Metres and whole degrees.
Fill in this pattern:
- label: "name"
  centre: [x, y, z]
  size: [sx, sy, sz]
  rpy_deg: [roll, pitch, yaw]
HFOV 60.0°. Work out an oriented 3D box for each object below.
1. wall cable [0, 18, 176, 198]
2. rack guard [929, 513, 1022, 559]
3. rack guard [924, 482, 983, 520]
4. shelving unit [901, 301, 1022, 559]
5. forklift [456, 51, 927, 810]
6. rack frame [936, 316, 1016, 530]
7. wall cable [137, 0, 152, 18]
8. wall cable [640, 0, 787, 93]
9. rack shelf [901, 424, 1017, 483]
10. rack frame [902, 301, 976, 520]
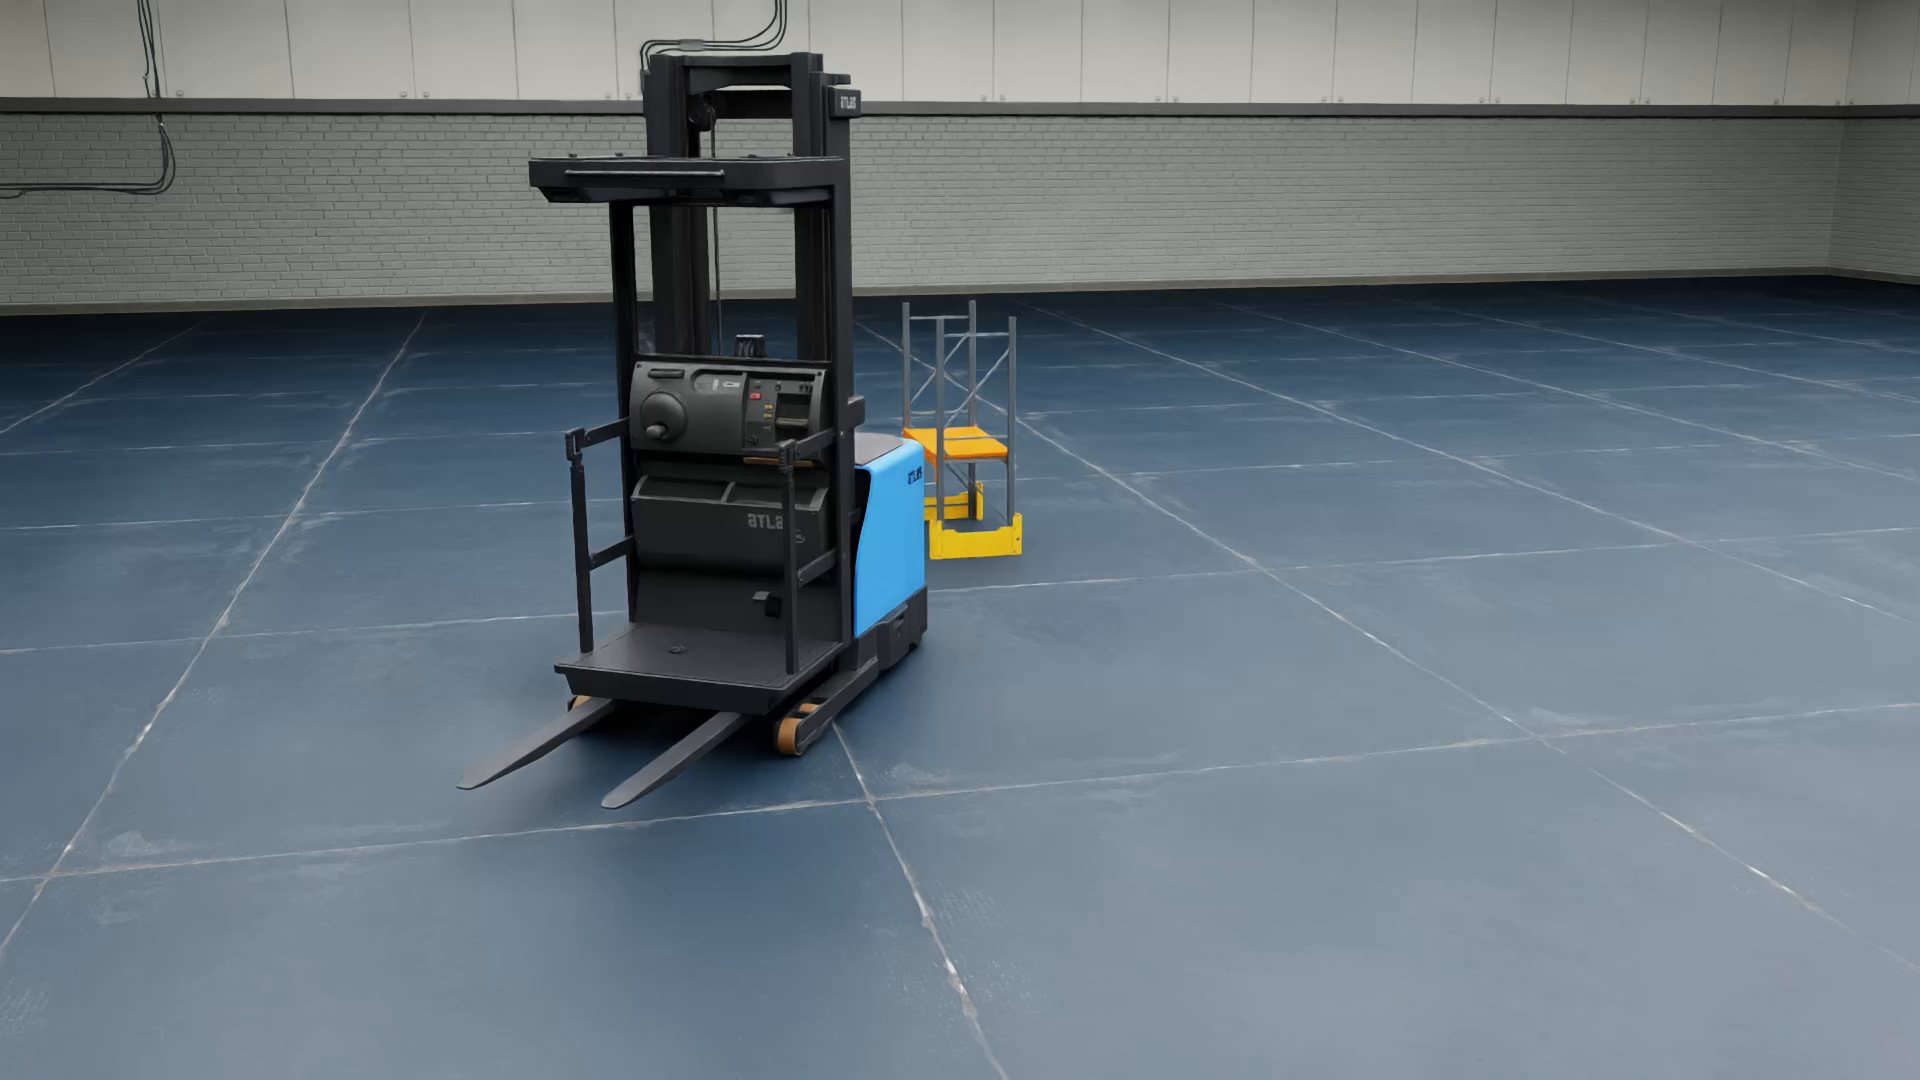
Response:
- label: "wall cable"
  centre: [-13.047, -6.207, 23.916]
  size: [3.097, 2.526, 0.112]
  rpy_deg: [-3, 14, -13]
- label: "rack guard"
  centre: [0.099, -0.024, 10.499]
  size: [0.587, 0.250, 0.087]
  rpy_deg: [-3, 14, -13]
- label: "rack guard"
  centre: [-0.135, -0.254, 11.440]
  size: [0.587, 0.250, 0.087]
  rpy_deg: [-3, 14, -13]
- label: "shelving unit"
  centre: [-0.018, -0.746, 10.821]
  size: [0.587, 1.500, 1.083]
  rpy_deg: [-3, 14, -13]
- label: "forklift"
  centre: [-1.105, -0.603, 7.220]
  size: [1.130, 2.935, 3.031]
  rpy_deg: [4, 14, 17]
- label: "rack frame"
  centre: [0.099, -0.631, 10.350]
  size: [0.500, 1.500, 0.032]
  rpy_deg: [-3, 14, -13]
- label: "wall cable"
  centre: [-10.417, -8.811, 23.934]
  size: [3.097, 2.526, 0.112]
  rpy_deg: [-3, 14, -13]
- label: "wall cable"
  centre: [-3.815, -9.893, 25.295]
  size: [2.305, 6.003, 0.169]
  rpy_deg: [-3, 14, -13]
- label: "rack shelf"
  centre: [-0.020, -0.574, 10.872]
  size: [0.538, 0.185, 1.000]
  rpy_deg: [-3, 14, -13]
- label: "rack frame"
  centre: [-0.139, -0.866, 11.310]
  size: [0.500, 1.500, 0.032]
  rpy_deg: [-3, 14, -13]
